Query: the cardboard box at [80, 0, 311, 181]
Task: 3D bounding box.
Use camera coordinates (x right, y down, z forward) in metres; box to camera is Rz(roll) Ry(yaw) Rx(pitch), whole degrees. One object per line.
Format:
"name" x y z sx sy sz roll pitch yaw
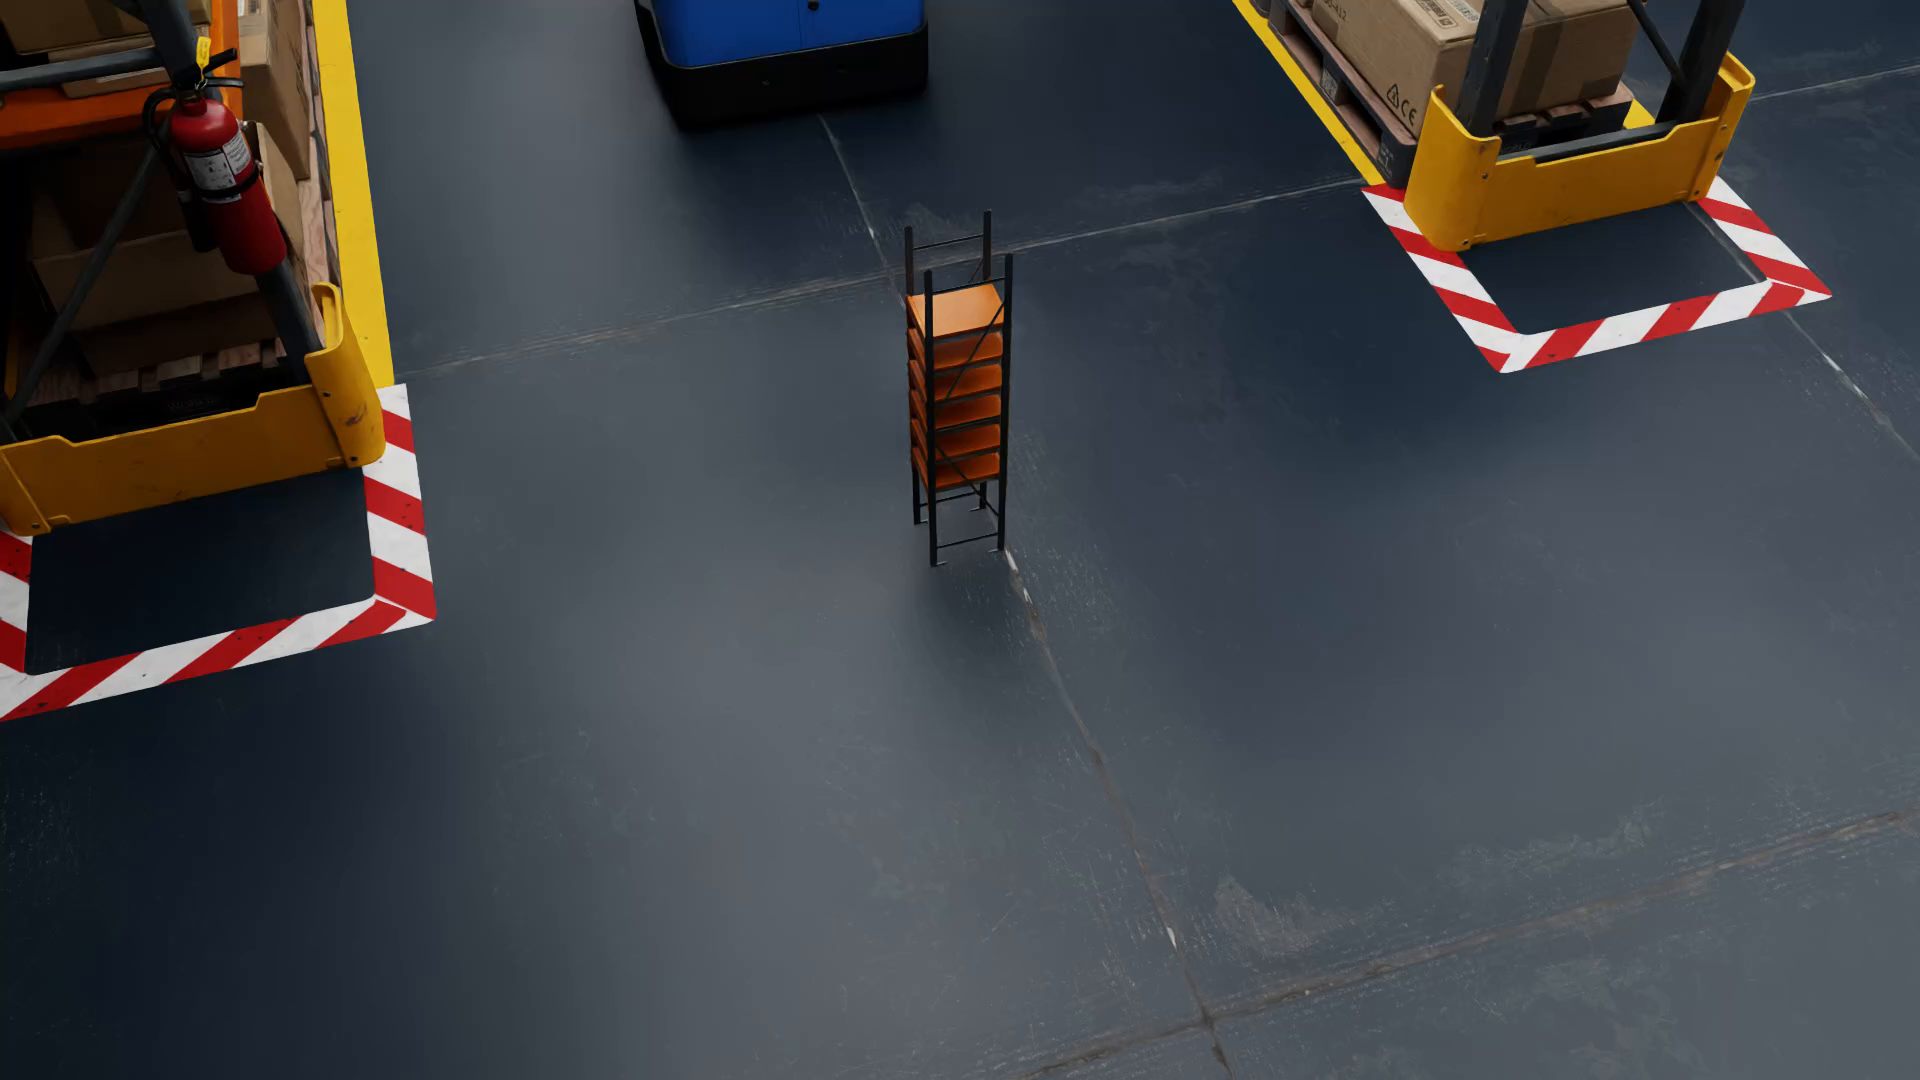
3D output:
"cardboard box" -2.778 -1.597 5.995 0.700 0.500 0.500 -11 51 -9

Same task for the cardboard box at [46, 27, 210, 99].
"cardboard box" -2.307 -1.388 4.622 0.380 0.149 0.250 -14 51 -11

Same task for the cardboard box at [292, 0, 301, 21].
"cardboard box" -3.085 -2.355 6.634 0.700 0.500 0.500 -15 52 -12

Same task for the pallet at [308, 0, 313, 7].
"pallet" -3.452 -2.687 7.377 1.003 0.211 1.213 -13 51 -11

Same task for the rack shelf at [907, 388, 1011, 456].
"rack shelf" -0.004 -0.369 4.834 0.258 0.103 0.180 -13 51 -11

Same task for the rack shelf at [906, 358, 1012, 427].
"rack shelf" -0.004 -0.446 4.742 0.258 0.103 0.180 -13 51 -11

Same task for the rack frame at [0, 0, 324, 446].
"rack frame" -2.472 -1.166 4.271 1.000 3.000 0.127 -13 51 -11

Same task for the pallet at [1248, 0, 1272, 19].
"pallet" 1.601 -2.848 7.513 1.003 0.211 1.213 -13 51 -11

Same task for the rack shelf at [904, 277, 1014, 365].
"rack shelf" -0.004 -0.601 4.559 0.258 0.103 0.180 -13 51 -11

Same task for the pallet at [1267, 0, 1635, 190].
"pallet" 1.958 -1.959 6.763 1.003 0.211 1.213 -13 51 -11

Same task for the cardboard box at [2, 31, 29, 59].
"cardboard box" -2.842 -1.466 4.688 0.380 0.149 0.250 -12 51 -10

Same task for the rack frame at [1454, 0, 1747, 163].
"rack frame" 2.269 -2.291 5.220 1.000 3.000 0.127 -13 51 -11

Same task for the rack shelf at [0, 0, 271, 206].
"rack shelf" -3.063 -2.395 5.778 1.077 0.370 4.000 -13 51 -11

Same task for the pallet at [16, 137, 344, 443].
"pallet" -2.731 -0.905 5.875 1.003 0.211 1.213 -13 51 -11

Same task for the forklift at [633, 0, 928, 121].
"forklift" -1.013 -3.751 6.495 1.130 2.935 3.031 -12 51 -10

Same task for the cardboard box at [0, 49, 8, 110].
"cardboard box" -2.826 -1.267 4.520 0.380 0.149 0.250 -14 51 -11

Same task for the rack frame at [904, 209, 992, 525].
"rack frame" -0.031 -0.464 4.857 0.240 1.200 0.006 -13 51 -11

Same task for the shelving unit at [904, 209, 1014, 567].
"shelving unit" -0.004 -0.397 4.800 0.258 1.200 0.189 -13 51 -11

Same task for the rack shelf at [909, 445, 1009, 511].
"rack shelf" -0.004 -0.214 5.018 0.258 0.103 0.180 -13 51 -11

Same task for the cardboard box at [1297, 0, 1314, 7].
"cardboard box" 1.700 -2.727 6.988 0.875 0.438 0.875 -12 51 -10

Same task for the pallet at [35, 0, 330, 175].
"pallet" -3.088 -1.794 6.625 1.003 0.211 1.213 -13 51 -11

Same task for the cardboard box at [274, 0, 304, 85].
"cardboard box" -2.838 -2.006 6.339 0.500 0.500 0.500 -12 51 -10

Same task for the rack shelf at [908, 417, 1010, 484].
"rack shelf" -0.004 -0.291 4.926 0.258 0.103 0.180 -13 51 -11

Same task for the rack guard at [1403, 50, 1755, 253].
"rack guard" 2.276 -1.468 6.161 1.175 0.500 0.348 -13 51 -11

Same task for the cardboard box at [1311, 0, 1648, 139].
"cardboard box" 1.978 -2.060 6.426 0.875 0.438 0.875 -15 51 -12

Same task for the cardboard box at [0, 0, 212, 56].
"cardboard box" -2.348 -1.606 4.546 0.500 0.250 0.500 -13 51 -11

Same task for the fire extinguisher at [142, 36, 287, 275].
"fire extinguisher" -1.987 -1.018 4.441 0.296 0.674 0.183 -13 51 -11

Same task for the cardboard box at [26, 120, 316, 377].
"cardboard box" -2.562 -0.965 5.460 0.797 0.503 0.637 -15 52 -12

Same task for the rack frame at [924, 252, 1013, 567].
"rack frame" 0.023 -0.330 4.744 0.240 1.200 0.006 -13 51 -11

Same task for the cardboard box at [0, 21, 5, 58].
"cardboard box" -2.861 -1.490 4.448 0.500 0.250 0.500 -12 51 -10

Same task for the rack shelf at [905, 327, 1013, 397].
"rack shelf" -0.004 -0.523 4.651 0.258 0.103 0.180 -13 51 -11

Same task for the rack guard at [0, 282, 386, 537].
"rack guard" -2.494 -0.416 5.274 1.175 0.500 0.348 -13 51 -11
